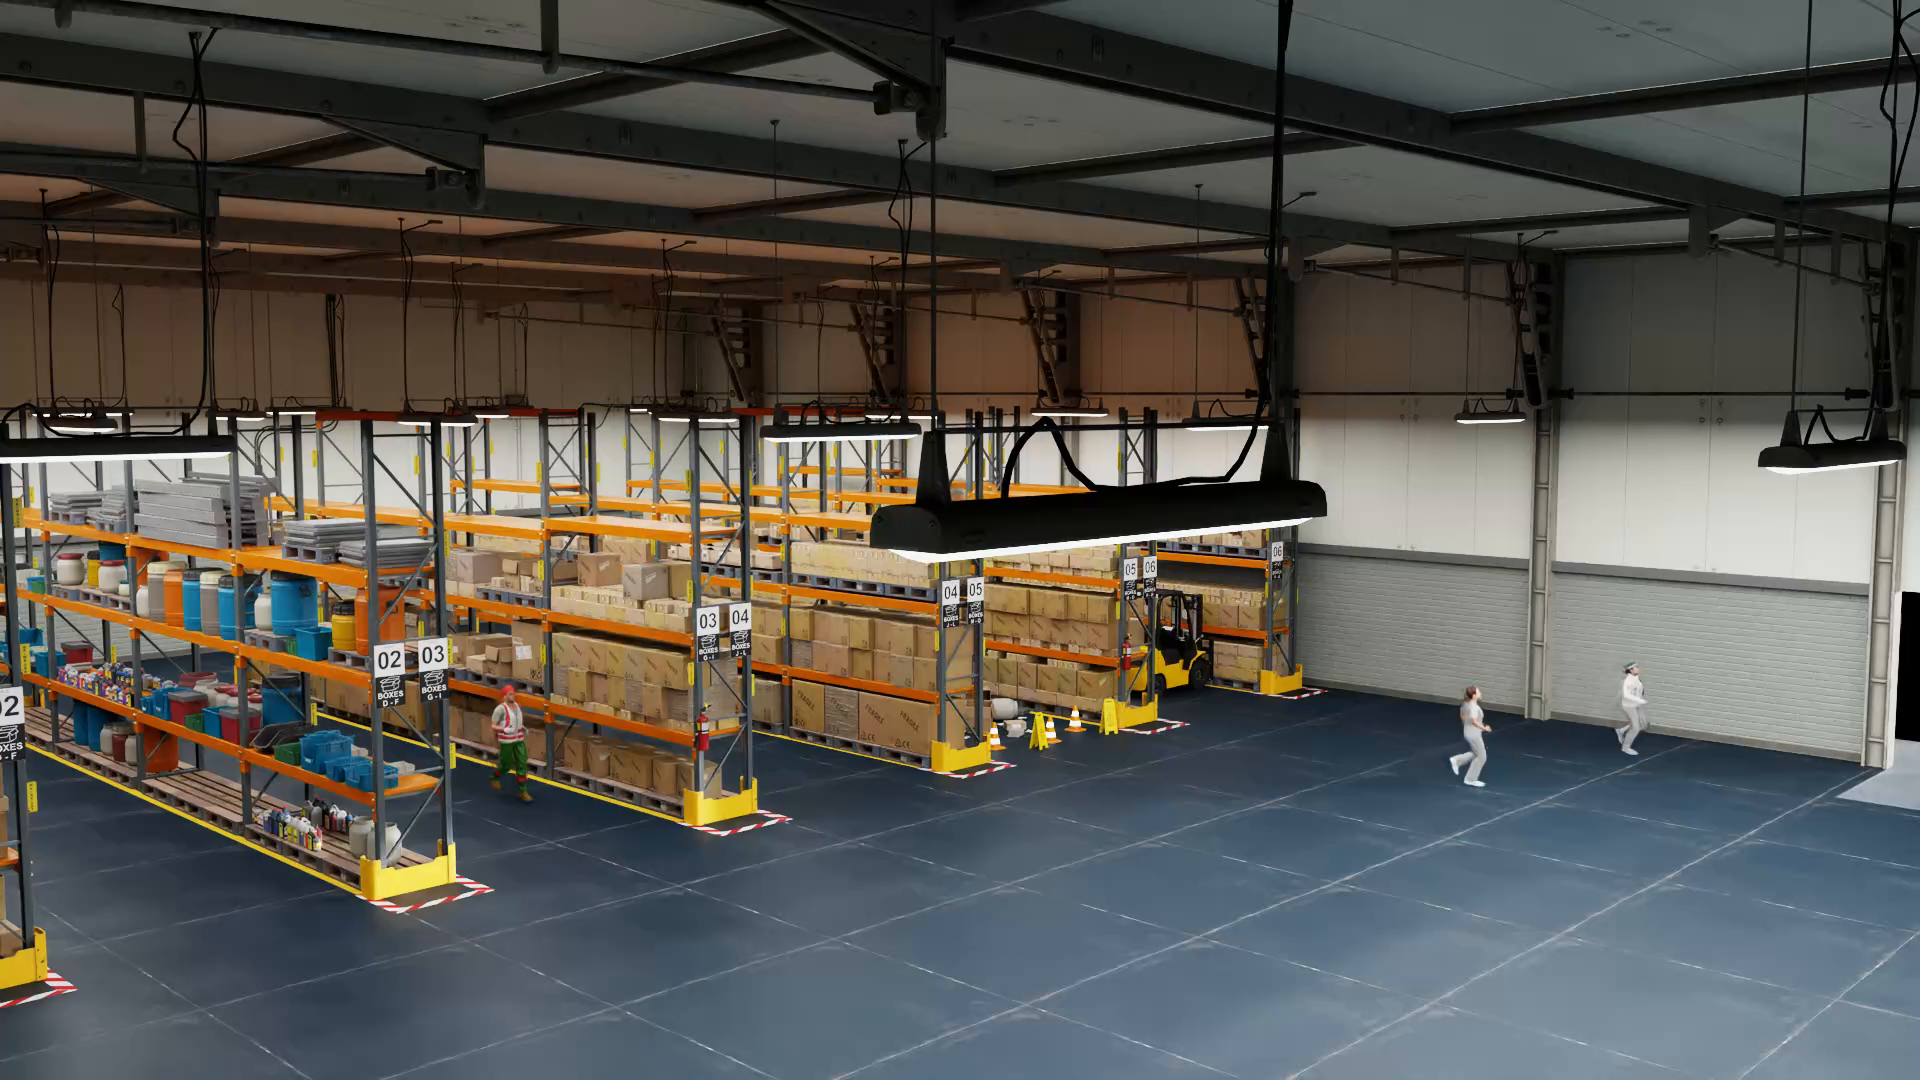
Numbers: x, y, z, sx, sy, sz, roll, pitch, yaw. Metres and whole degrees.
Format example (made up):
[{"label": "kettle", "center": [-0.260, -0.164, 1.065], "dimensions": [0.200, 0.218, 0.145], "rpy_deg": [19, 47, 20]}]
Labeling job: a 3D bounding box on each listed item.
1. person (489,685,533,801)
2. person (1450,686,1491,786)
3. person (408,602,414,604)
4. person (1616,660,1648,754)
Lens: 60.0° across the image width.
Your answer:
[{"label": "person", "center": [-6.994, 3.137, 25.873], "dimensions": [0.977, 1.782, 0.658], "rpy_deg": [4, 7, 39]}, {"label": "person", "center": [8.242, 3.152, 26.829], "dimensions": [0.597, 1.633, 0.594], "rpy_deg": [0, 5, 3]}, {"label": "person", "center": [-12.606, 2.202, 37.796], "dimensions": [0.727, 1.581, 0.519], "rpy_deg": [0, 5, -5]}, {"label": "person", "center": [11.808, 2.923, 29.190], "dimensions": [0.561, 1.664, 0.658], "rpy_deg": [4, 6, 37]}]
